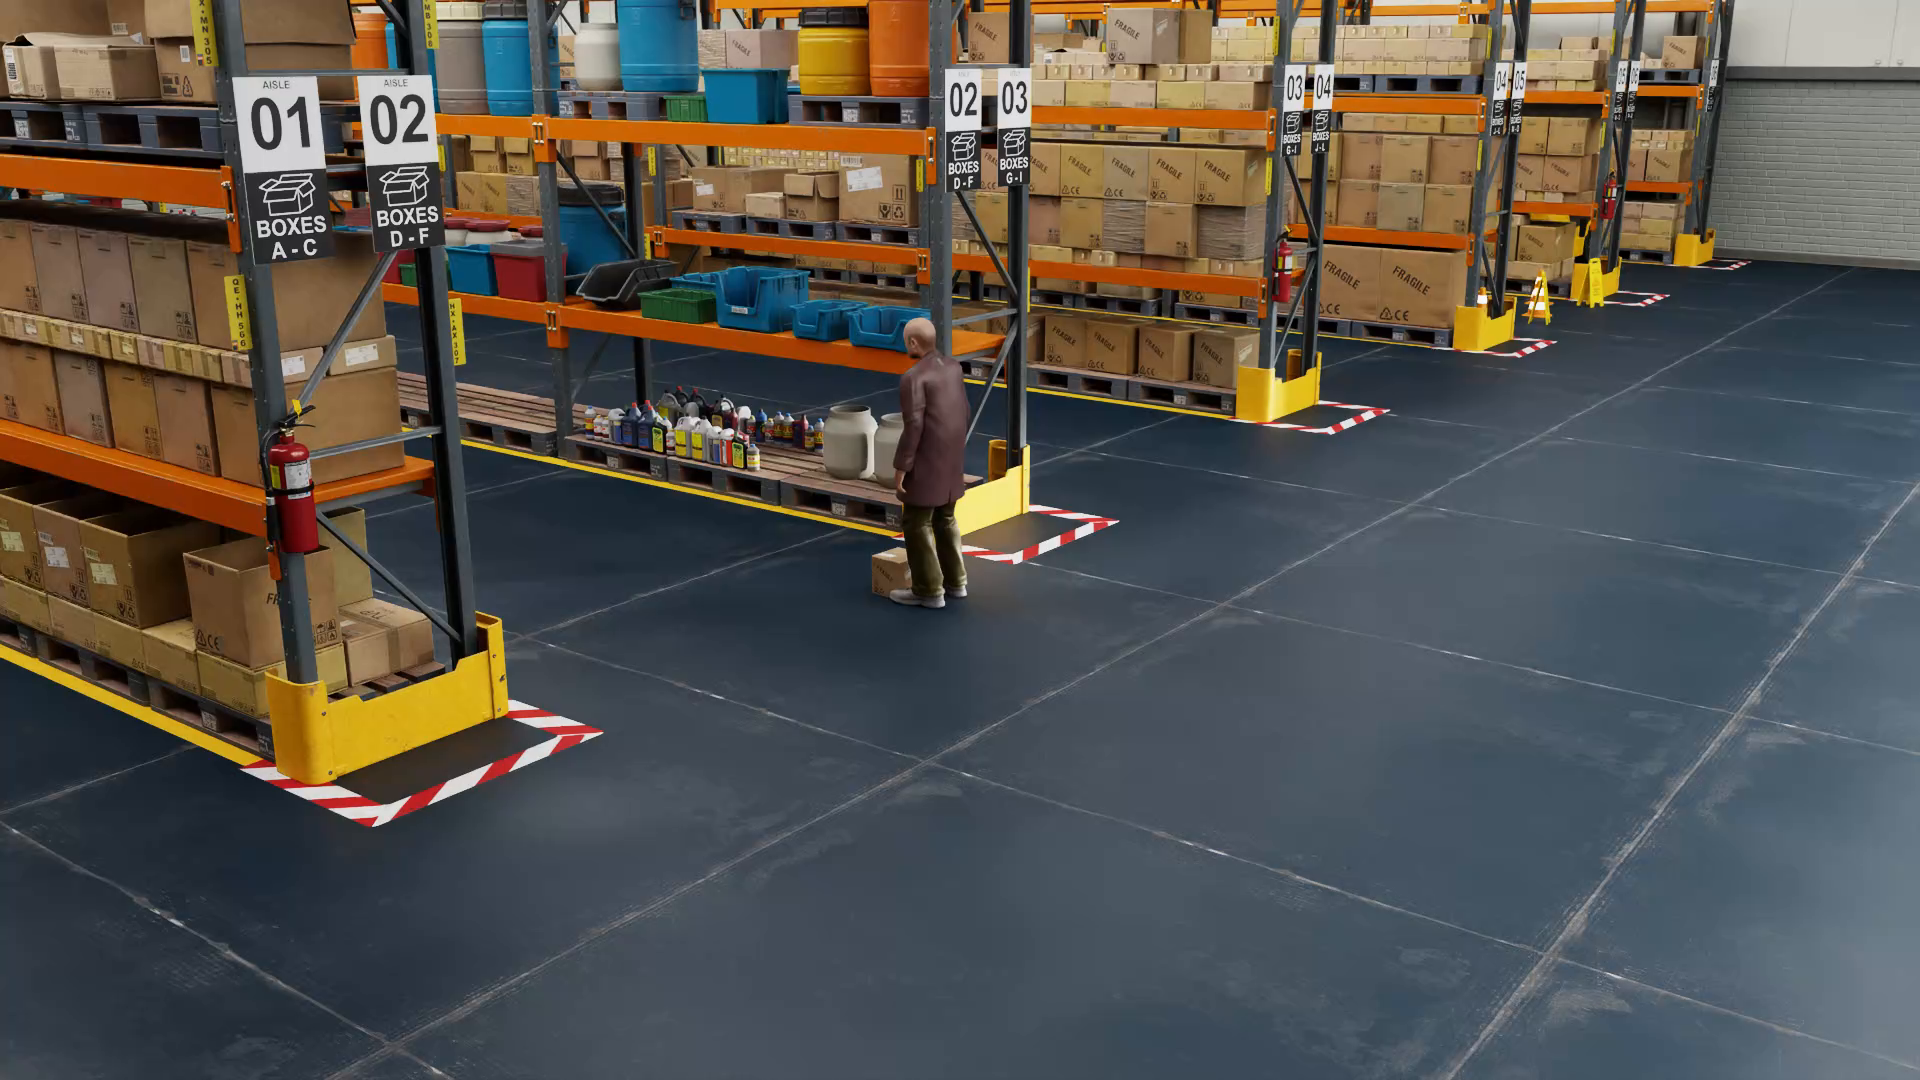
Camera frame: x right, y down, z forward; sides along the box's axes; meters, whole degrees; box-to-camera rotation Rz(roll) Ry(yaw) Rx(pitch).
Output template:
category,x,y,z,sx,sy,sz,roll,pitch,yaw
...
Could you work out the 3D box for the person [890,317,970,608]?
category,x,y,z,sx,sy,sz,roll,pitch,yaw
person,-0.183,-0.476,10.192,0.419,1.774,0.647,12,20,34
